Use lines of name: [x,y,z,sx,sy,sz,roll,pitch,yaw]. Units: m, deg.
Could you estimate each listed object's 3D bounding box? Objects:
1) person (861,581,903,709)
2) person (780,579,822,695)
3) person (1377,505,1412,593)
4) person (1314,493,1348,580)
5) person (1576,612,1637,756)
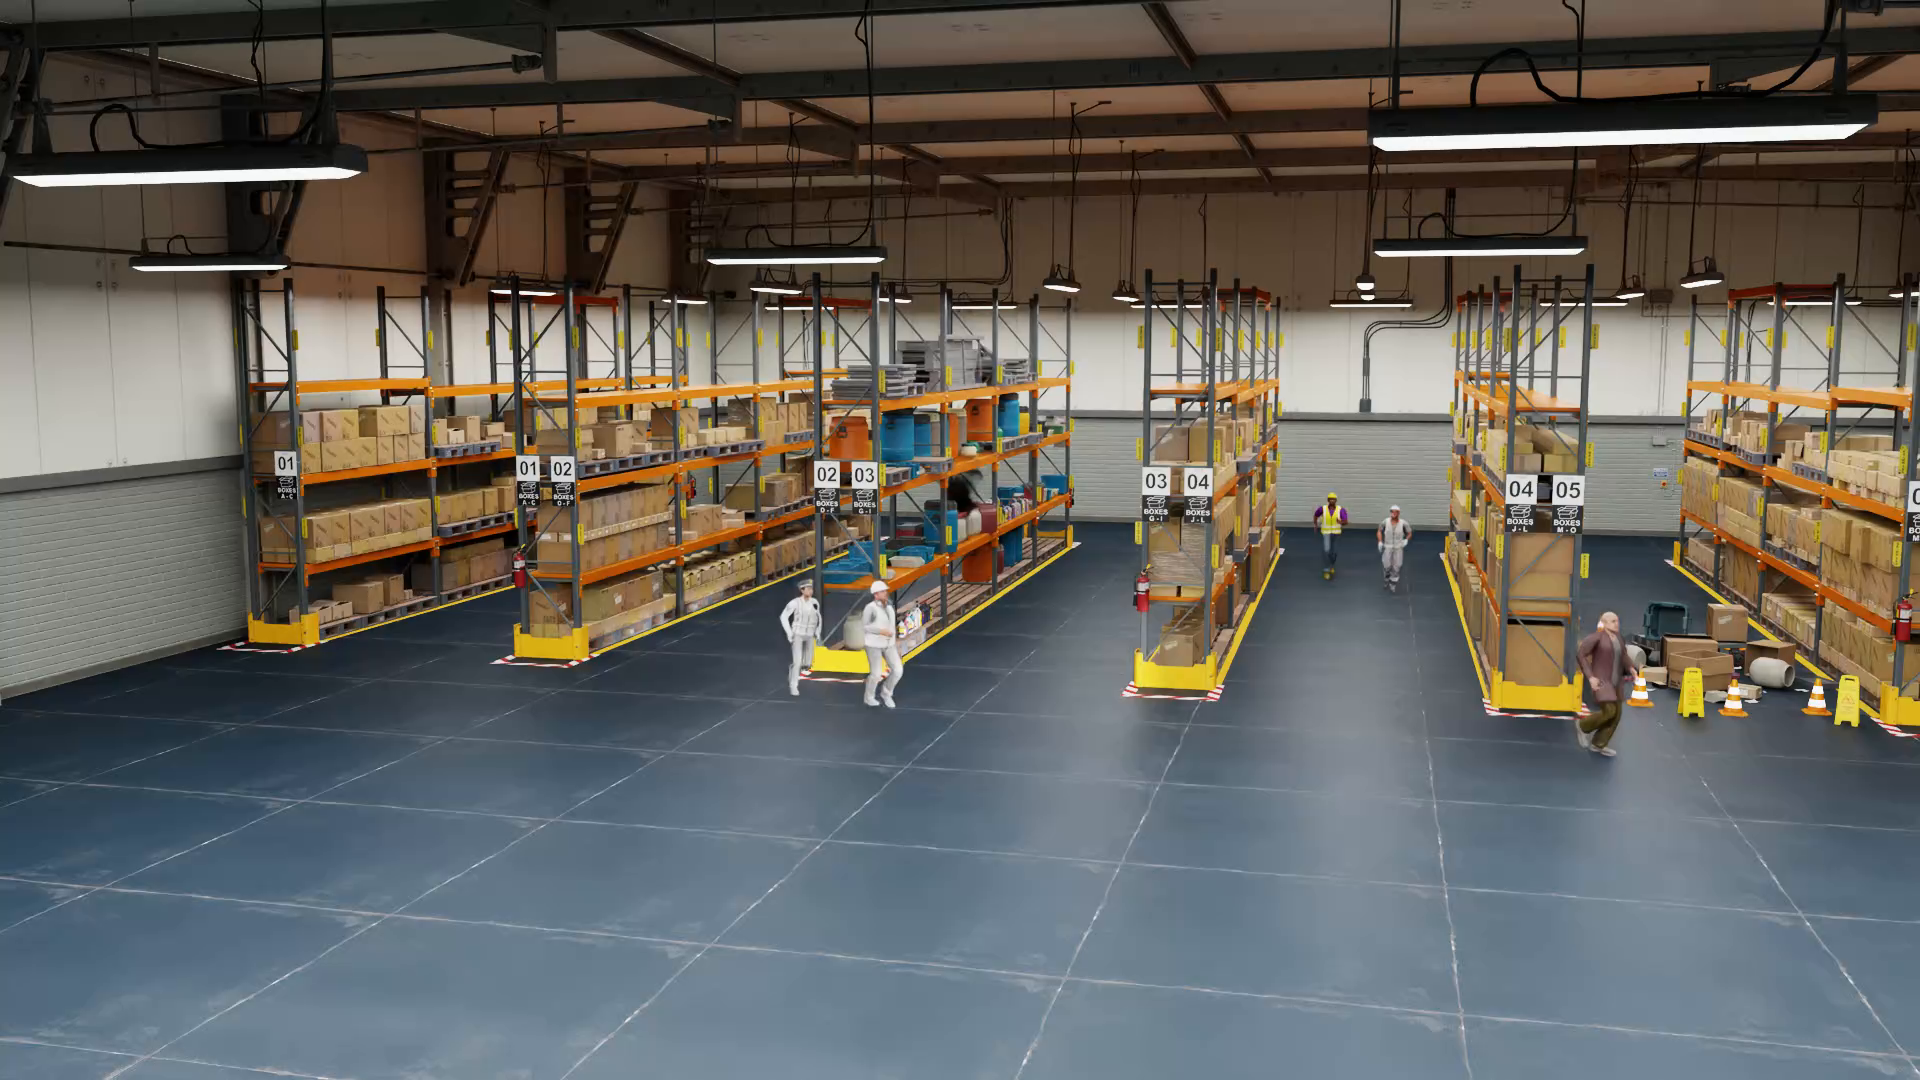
person: [-1.063,1.437,22.556,0.655,1.782,0.701,-6,9,-41]
person: [-2.259,1.371,23.784,0.659,1.657,0.516,-4,8,-29]
person: [8.612,0.183,32.980,0.669,1.749,0.584,2,7,15]
person: [7.840,-0.096,35.162,0.677,1.821,0.820,1,7,5]
person: [7.833,1.733,20.144,0.727,1.746,0.632,-3,8,-27]
